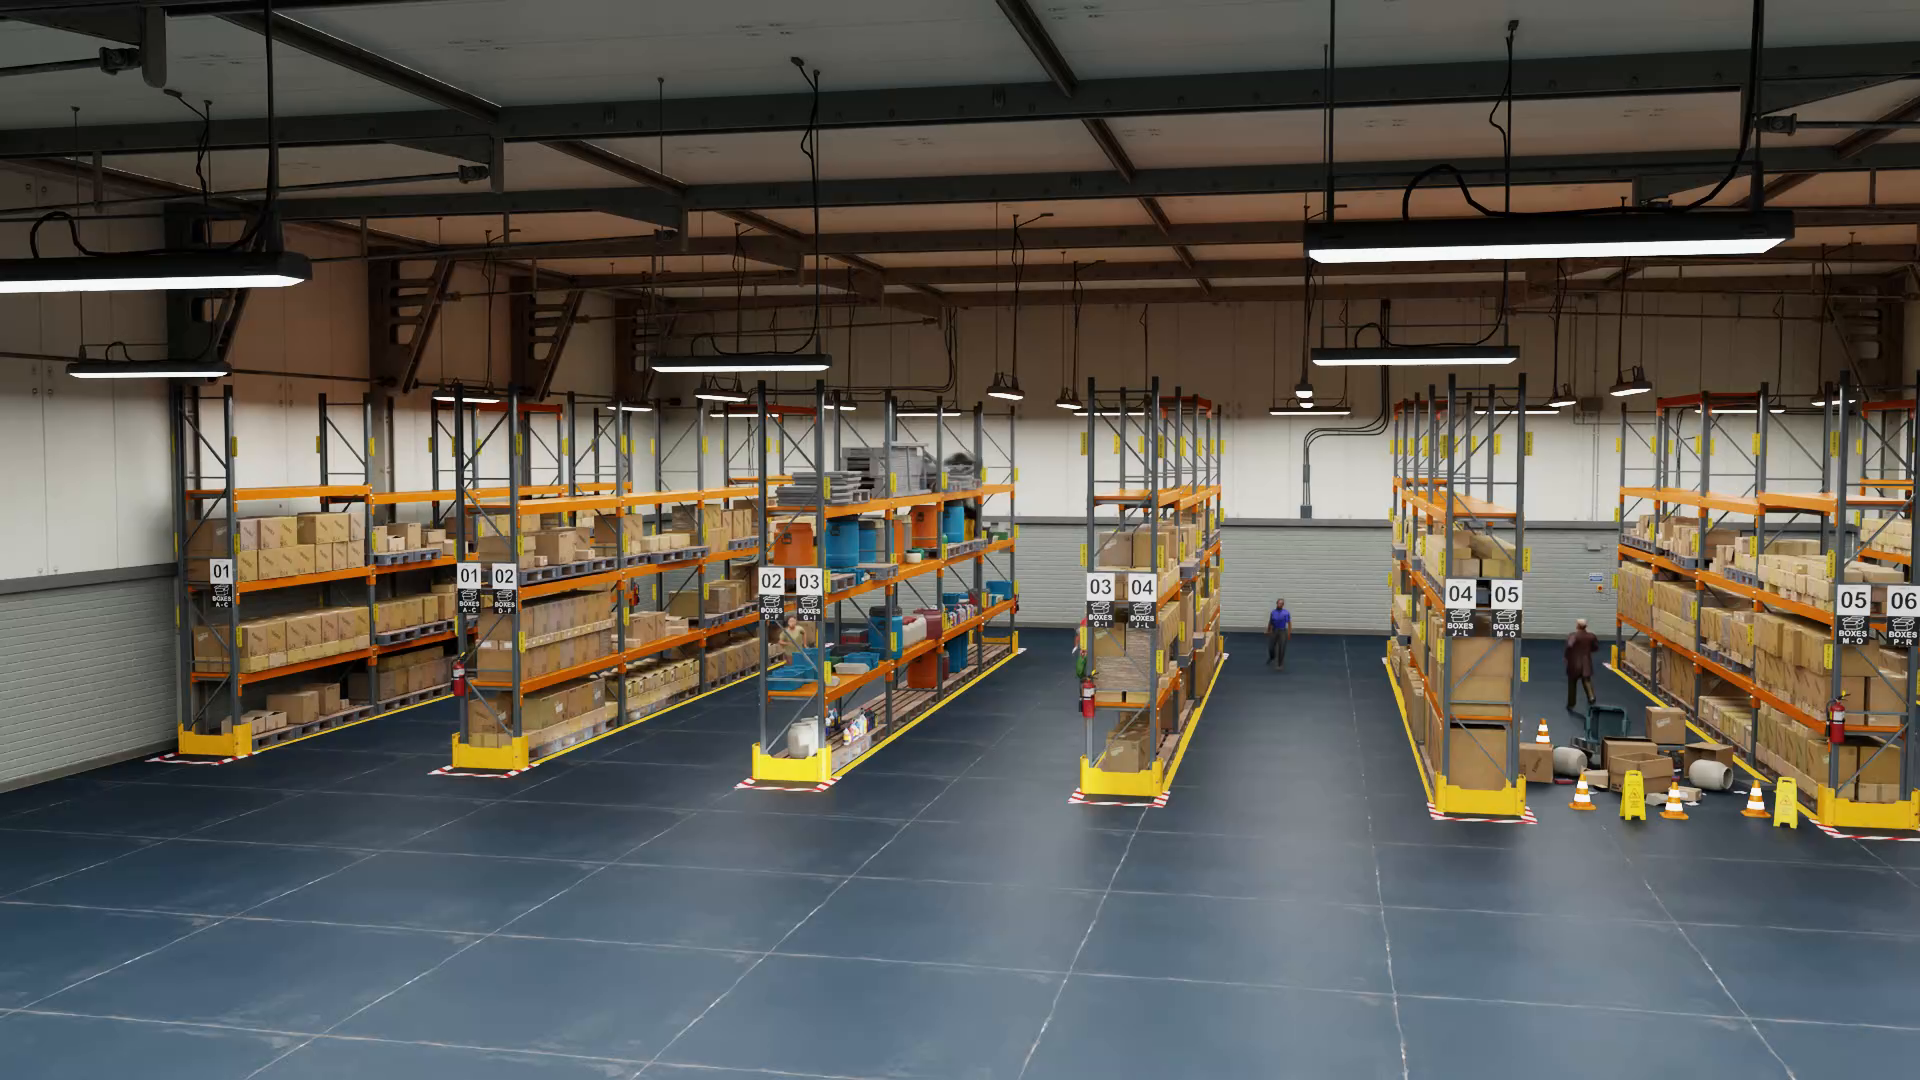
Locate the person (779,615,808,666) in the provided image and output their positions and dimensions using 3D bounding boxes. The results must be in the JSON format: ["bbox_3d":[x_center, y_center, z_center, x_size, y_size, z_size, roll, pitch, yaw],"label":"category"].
[{"bbox_3d":[-3.355,2.313,33.487,0.574,1.640,0.939,0,3,-3],"label":"person"}]

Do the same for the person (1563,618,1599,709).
[{"bbox_3d":[11.672,2.342,31.264,0.693,1.752,1.063,0,3,3],"label":"person"}]

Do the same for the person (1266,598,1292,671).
[{"bbox_3d":[7.141,2.106,37.301,0.635,1.625,0.655,1,3,22],"label":"person"}]

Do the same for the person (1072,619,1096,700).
[{"bbox_3d":[2.593,2.336,33.214,0.688,1.612,1.127,1,3,20],"label":"person"}]
